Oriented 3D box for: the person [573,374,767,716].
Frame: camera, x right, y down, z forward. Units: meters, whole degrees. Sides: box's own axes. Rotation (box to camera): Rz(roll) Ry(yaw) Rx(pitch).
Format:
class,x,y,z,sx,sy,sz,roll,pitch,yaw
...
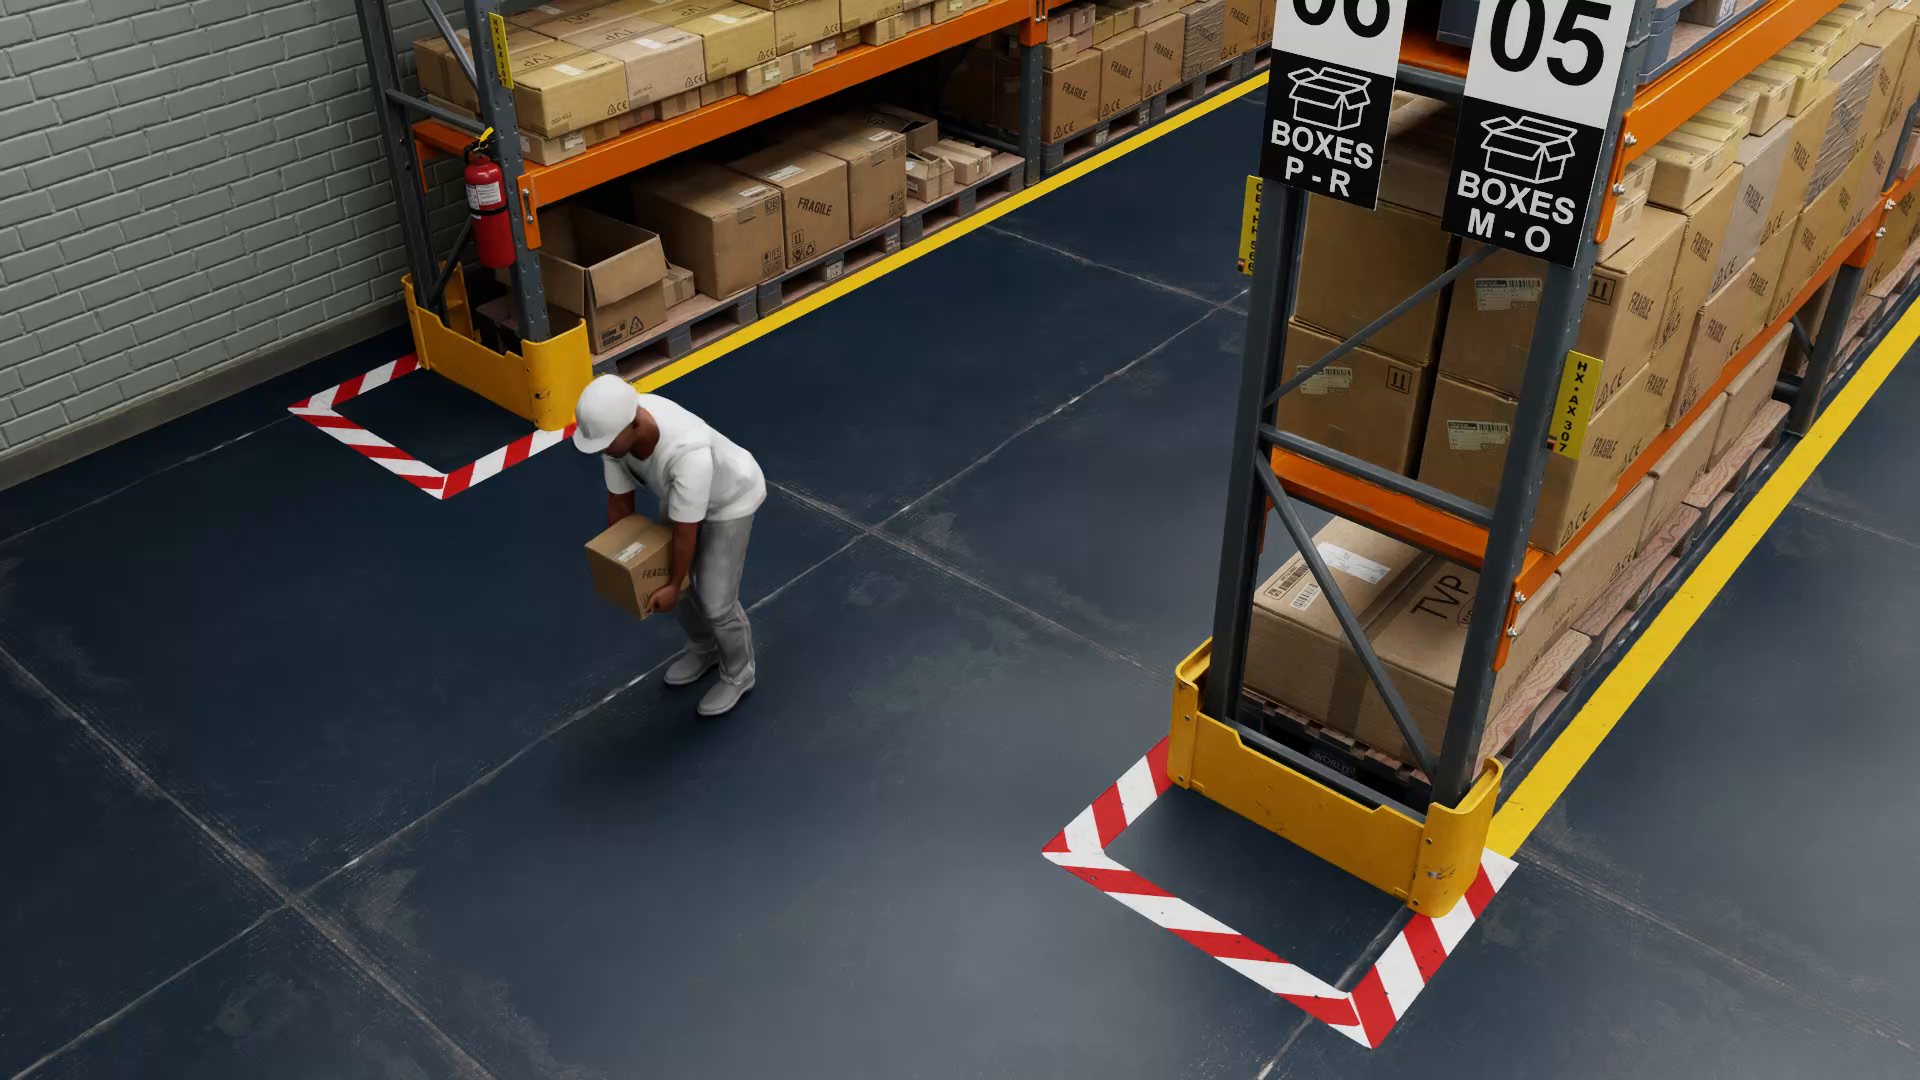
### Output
class,x,y,z,sx,sy,sz,roll,pitch,yaw
person,-1.071,-0.003,6.283,0.489,1.588,0.763,24,42,31
